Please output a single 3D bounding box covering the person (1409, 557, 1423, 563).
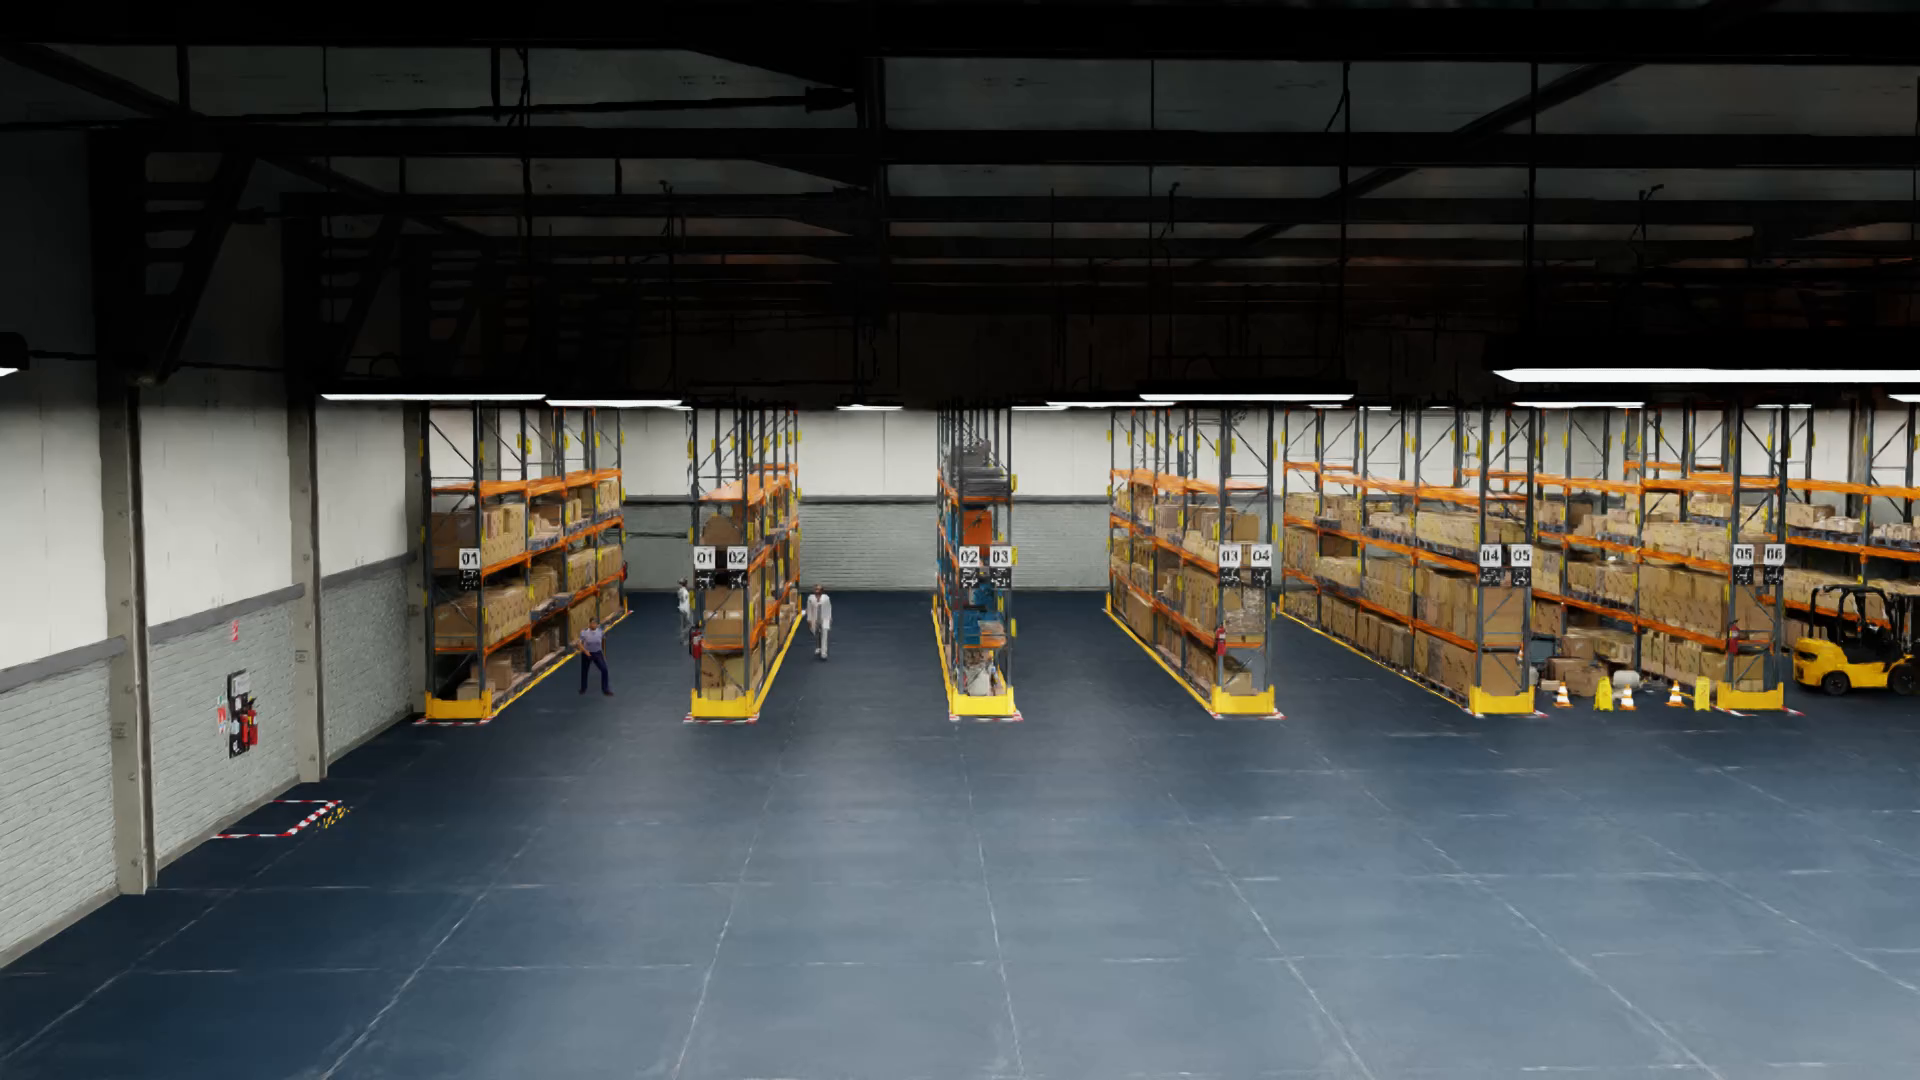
[{"bbox_3d":[13.289,1.082,48.489,0.479,1.790,0.672,-2,5,-23],"label":"person"}]

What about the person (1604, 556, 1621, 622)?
[{"bbox_3d":[17.737,1.317,45.301,0.557,1.784,0.639,1,5,14],"label":"person"}]

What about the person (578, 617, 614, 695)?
[{"bbox_3d":[-7.398,2.332,33.616,0.665,1.586,0.794,-2,5,-21],"label":"person"}]

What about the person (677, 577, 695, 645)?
[{"bbox_3d":[-6.754,1.747,40.667,0.412,1.673,0.510,-3,5,-33],"label":"person"}]

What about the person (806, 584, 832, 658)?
[{"bbox_3d":[-3.291,1.860,38.798,0.598,1.698,1.194,0,4,0],"label":"person"}]
